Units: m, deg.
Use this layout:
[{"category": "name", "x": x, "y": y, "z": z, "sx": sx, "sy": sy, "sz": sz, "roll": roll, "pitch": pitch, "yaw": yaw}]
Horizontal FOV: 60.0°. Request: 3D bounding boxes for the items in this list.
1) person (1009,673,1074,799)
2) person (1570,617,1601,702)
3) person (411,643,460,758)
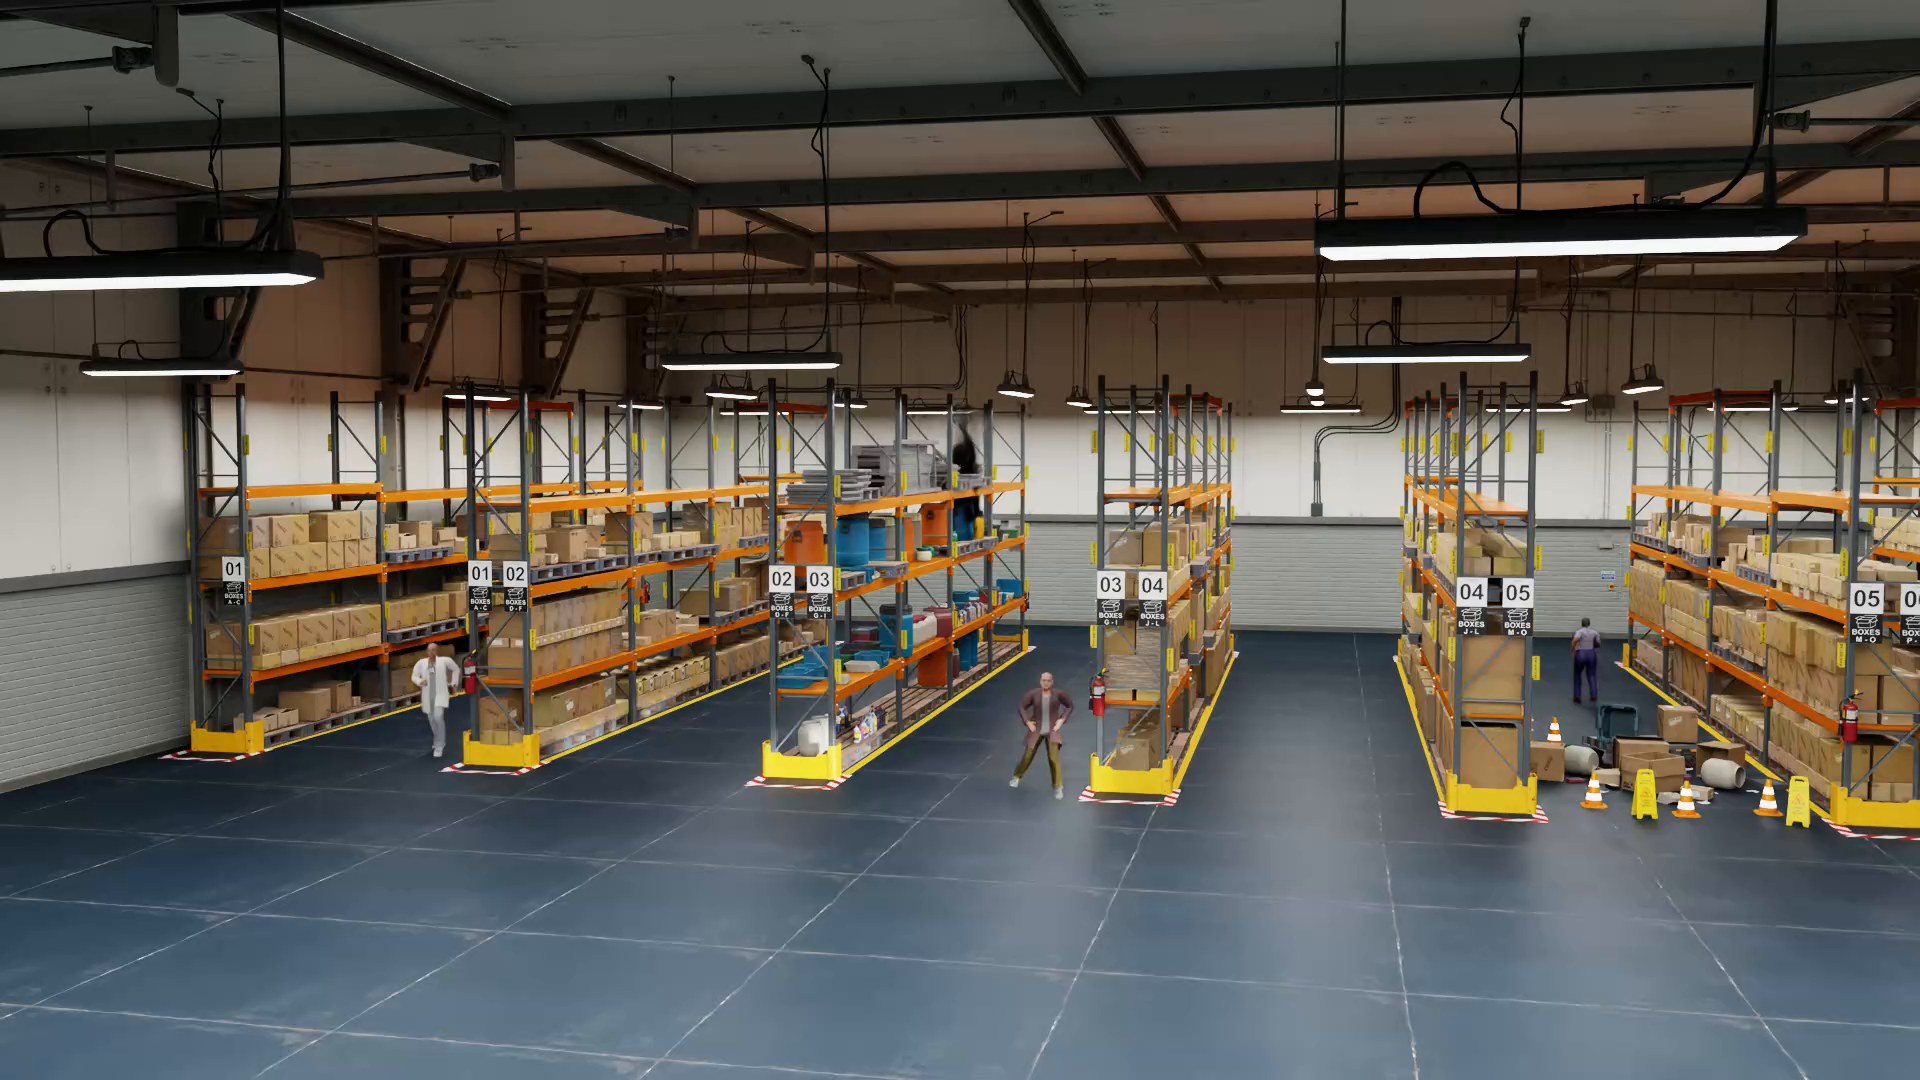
[{"category": "person", "x": 1.170, "y": 2.779, "z": 23.879, "sx": 0.937, "sy": 1.778, "sz": 0.832, "roll": 0, "pitch": 3, "yaw": 2}, {"category": "person", "x": 12.111, "y": 2.362, "z": 32.201, "sx": 0.616, "sy": 1.713, "sz": 0.751, "roll": 0, "pitch": 3, "yaw": 4}, {"category": "person", "x": -8.509, "y": 2.572, "z": 26.977, "sx": 0.709, "sy": 1.843, "sz": 0.855, "roll": 0, "pitch": 3, "yaw": -2}]
